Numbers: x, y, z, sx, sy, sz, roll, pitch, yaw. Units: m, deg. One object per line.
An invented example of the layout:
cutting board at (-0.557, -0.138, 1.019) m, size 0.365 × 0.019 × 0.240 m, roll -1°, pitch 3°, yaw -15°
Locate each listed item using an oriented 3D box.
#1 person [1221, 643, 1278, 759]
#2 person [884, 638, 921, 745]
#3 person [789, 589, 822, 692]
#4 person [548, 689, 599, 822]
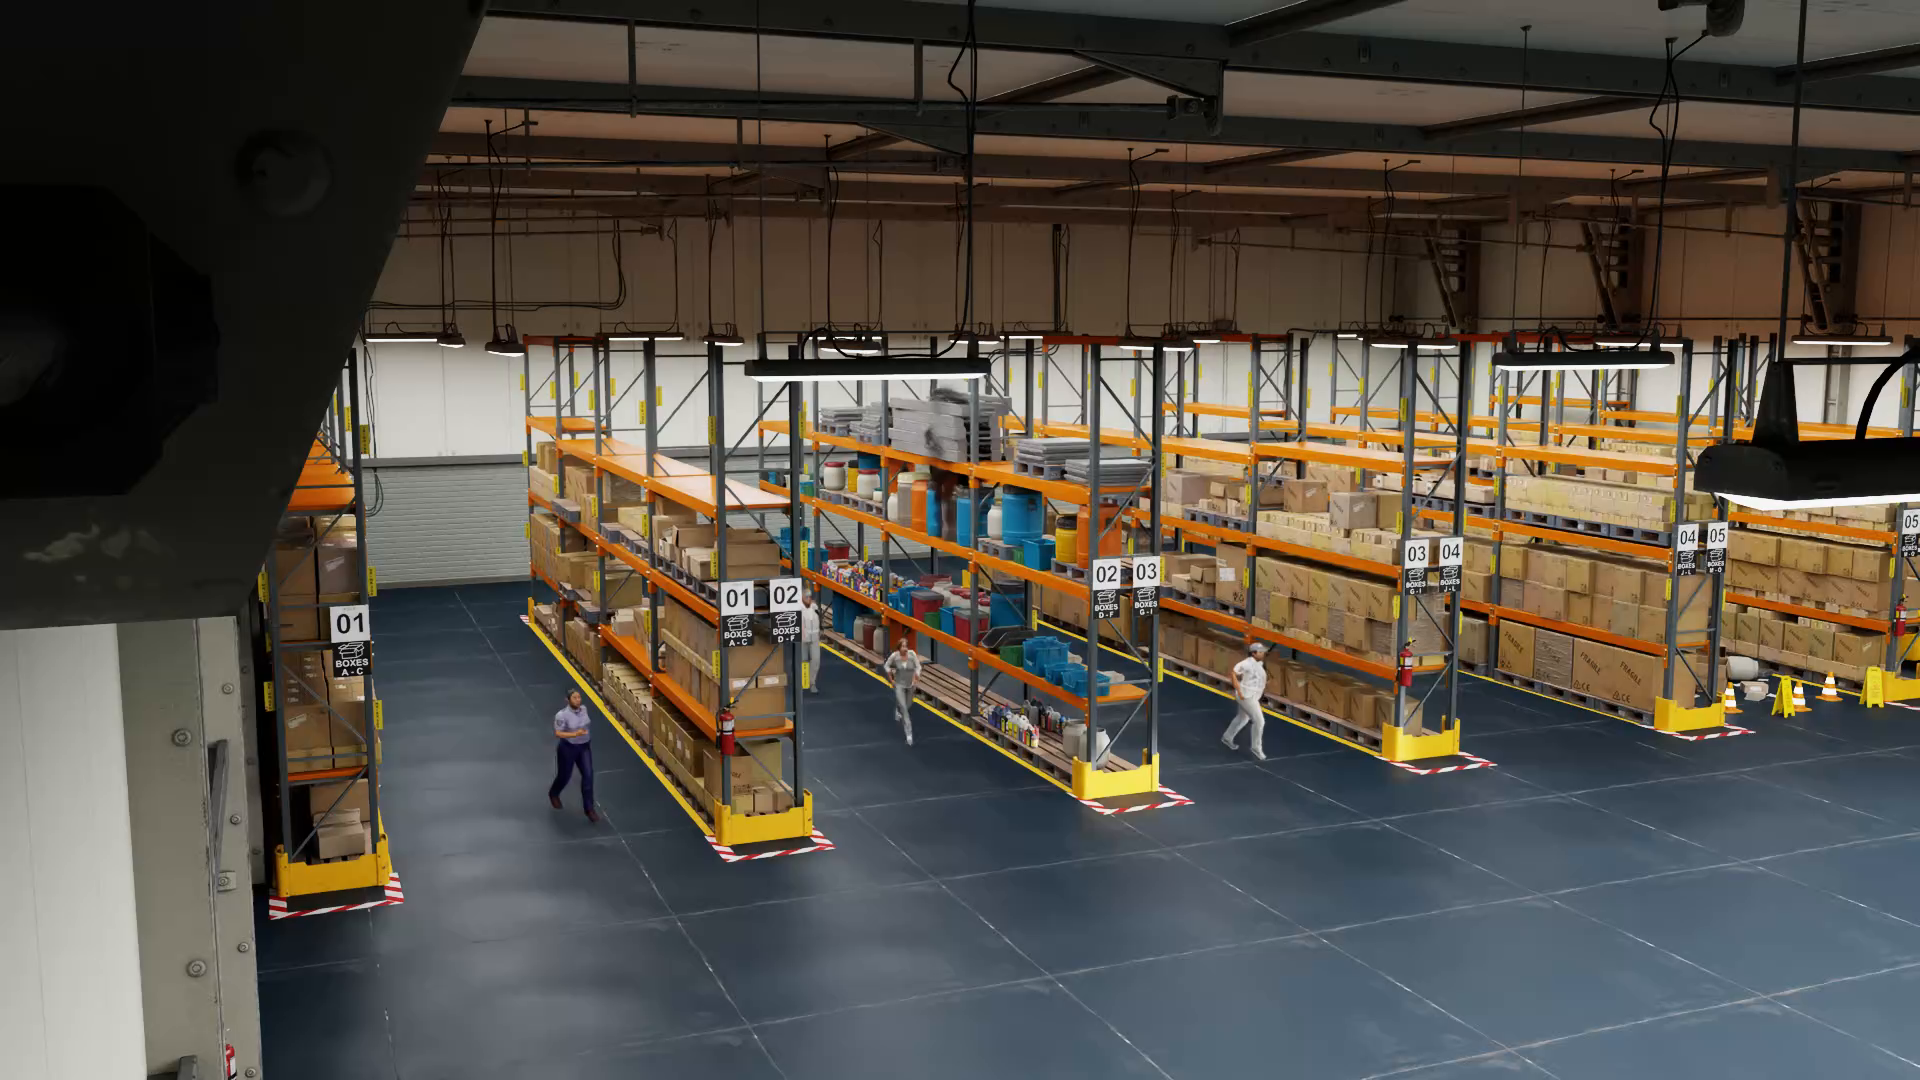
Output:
person at (4.193, 2.328, 24.188) m, size 0.857 × 1.723 × 0.539 m, roll 4°, pitch 8°, yaw 26°
person at (-0.872, 2.229, 25.186) m, size 0.536 × 1.586 × 0.944 m, roll -2°, pitch 8°, yaw -15°
person at (-2.647, 1.699, 28.552) m, size 0.672 × 1.790 × 0.814 m, roll -5°, pitch 9°, yaw -31°
person at (-4.924, 2.691, 21.146) m, size 0.598 × 1.652 × 0.933 m, roll -7°, pitch 11°, yaw -44°
